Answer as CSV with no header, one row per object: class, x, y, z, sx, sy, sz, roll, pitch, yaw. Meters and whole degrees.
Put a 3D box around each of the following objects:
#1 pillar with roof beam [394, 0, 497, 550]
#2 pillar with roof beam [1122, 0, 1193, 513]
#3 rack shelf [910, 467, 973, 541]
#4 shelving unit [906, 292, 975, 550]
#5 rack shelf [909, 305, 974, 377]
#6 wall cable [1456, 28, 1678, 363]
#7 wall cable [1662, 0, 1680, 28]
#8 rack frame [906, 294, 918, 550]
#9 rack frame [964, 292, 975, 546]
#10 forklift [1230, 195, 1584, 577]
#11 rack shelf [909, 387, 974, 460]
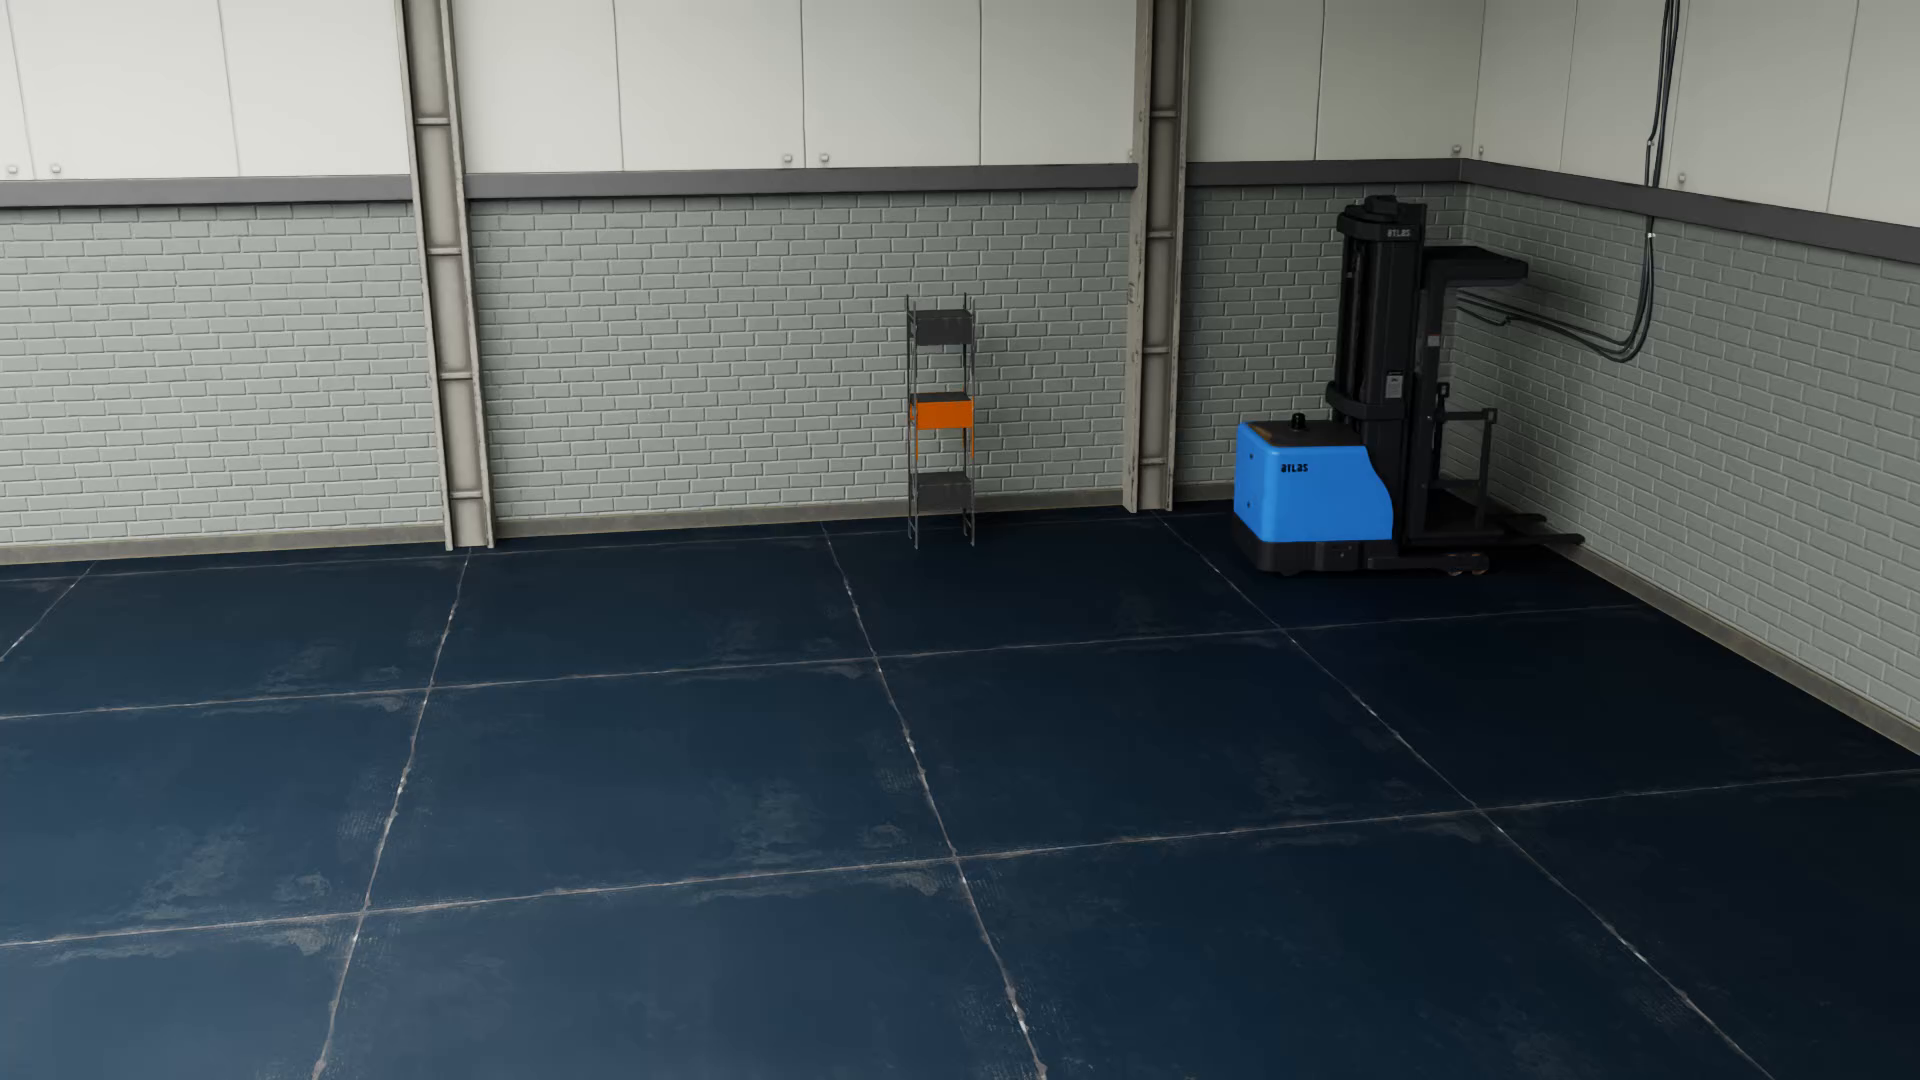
pillar with roof beam,-3.353,-3.028,8.845,0.400,9.000,9.100,-3,17,-10
pillar with roof beam,2.538,-3.363,9.933,0.400,9.000,9.100,-3,17,-10
rack shelf,-0.163,-0.312,14.183,0.480,0.518,0.431,-3,17,-10
shelving unit,-0.162,-0.995,13.973,0.503,2.100,0.431,-3,17,-10
rack shelf,-0.162,-1.651,13.772,0.480,0.518,0.431,-3,17,-10
wall cable,4.864,-2.902,13.722,0.112,2.526,3.097,-3,17,-10
wall cable,5.378,-4.536,10.442,0.112,2.526,3.097,-3,17,-10
rack frame,-0.402,-0.981,13.929,0.015,2.100,0.400,-3,17,-10
rack frame,0.077,-1.008,14.018,0.015,2.100,0.400,-3,17,-10
forklift,3.846,-1.272,13.461,3.031,2.935,1.130,-2,17,-5
rack shelf,-0.162,-0.981,13.977,0.480,0.518,0.431,-3,17,-10
